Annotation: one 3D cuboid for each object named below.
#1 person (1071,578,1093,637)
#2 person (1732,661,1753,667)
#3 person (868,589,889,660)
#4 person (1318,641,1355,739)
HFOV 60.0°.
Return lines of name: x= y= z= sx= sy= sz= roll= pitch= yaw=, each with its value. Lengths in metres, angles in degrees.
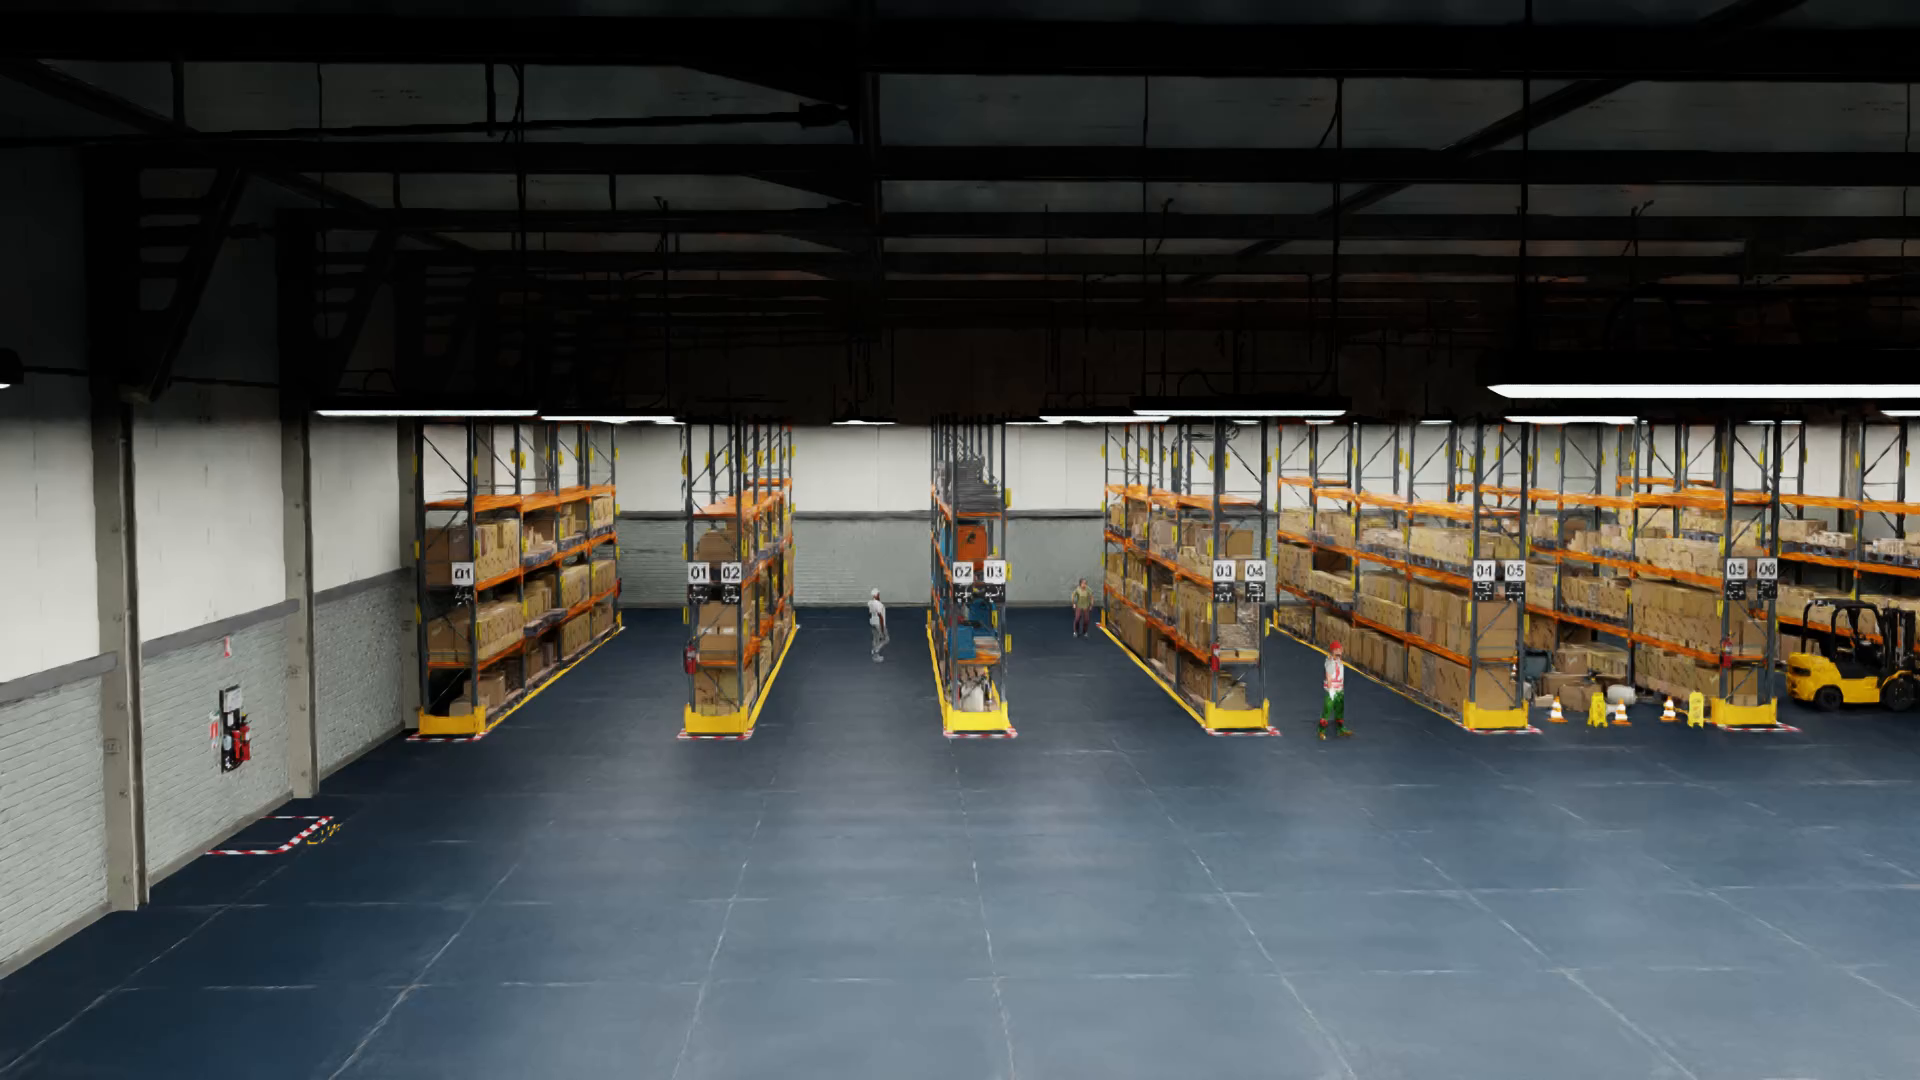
person: x=3.334 y=1.836 z=45.361 sx=0.598 sy=1.617 sz=0.503 roll=0 pitch=4 yaw=-3
person: x=16.823 y=2.383 z=35.707 sx=0.522 sy=1.790 sz=0.654 roll=-2 pitch=4 yaw=-29
person: x=-2.029 y=2.071 z=40.693 sx=0.456 sy=1.762 sz=0.606 roll=-2 pitch=5 yaw=-32
person: x=6.890 y=2.738 z=30.539 sx=0.530 sy=1.785 sz=0.715 roll=3 pitch=5 yaw=35
